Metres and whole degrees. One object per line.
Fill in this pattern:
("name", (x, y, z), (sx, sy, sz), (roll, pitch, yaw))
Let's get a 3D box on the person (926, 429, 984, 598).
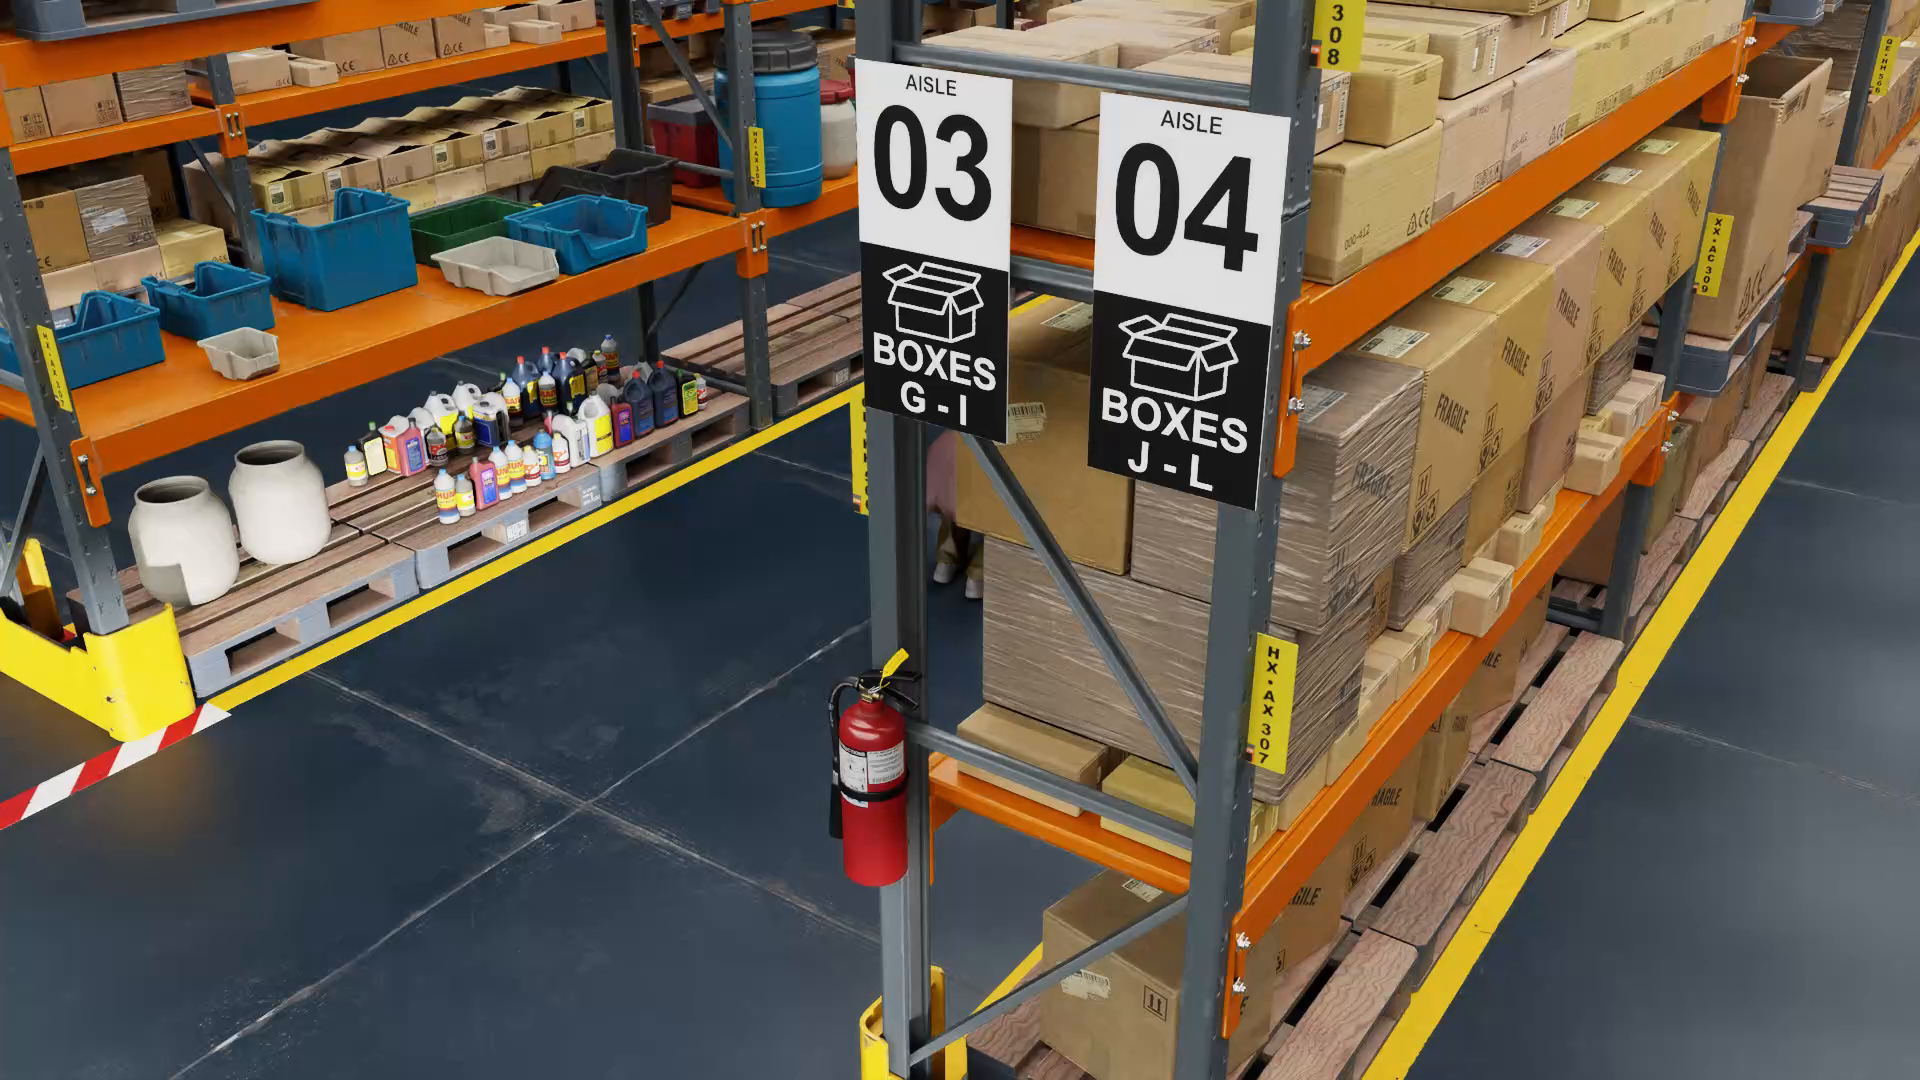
("person", (0.140, -0.212, 8.170), (0.573, 0.820, 0.933), (16, 31, 29))
